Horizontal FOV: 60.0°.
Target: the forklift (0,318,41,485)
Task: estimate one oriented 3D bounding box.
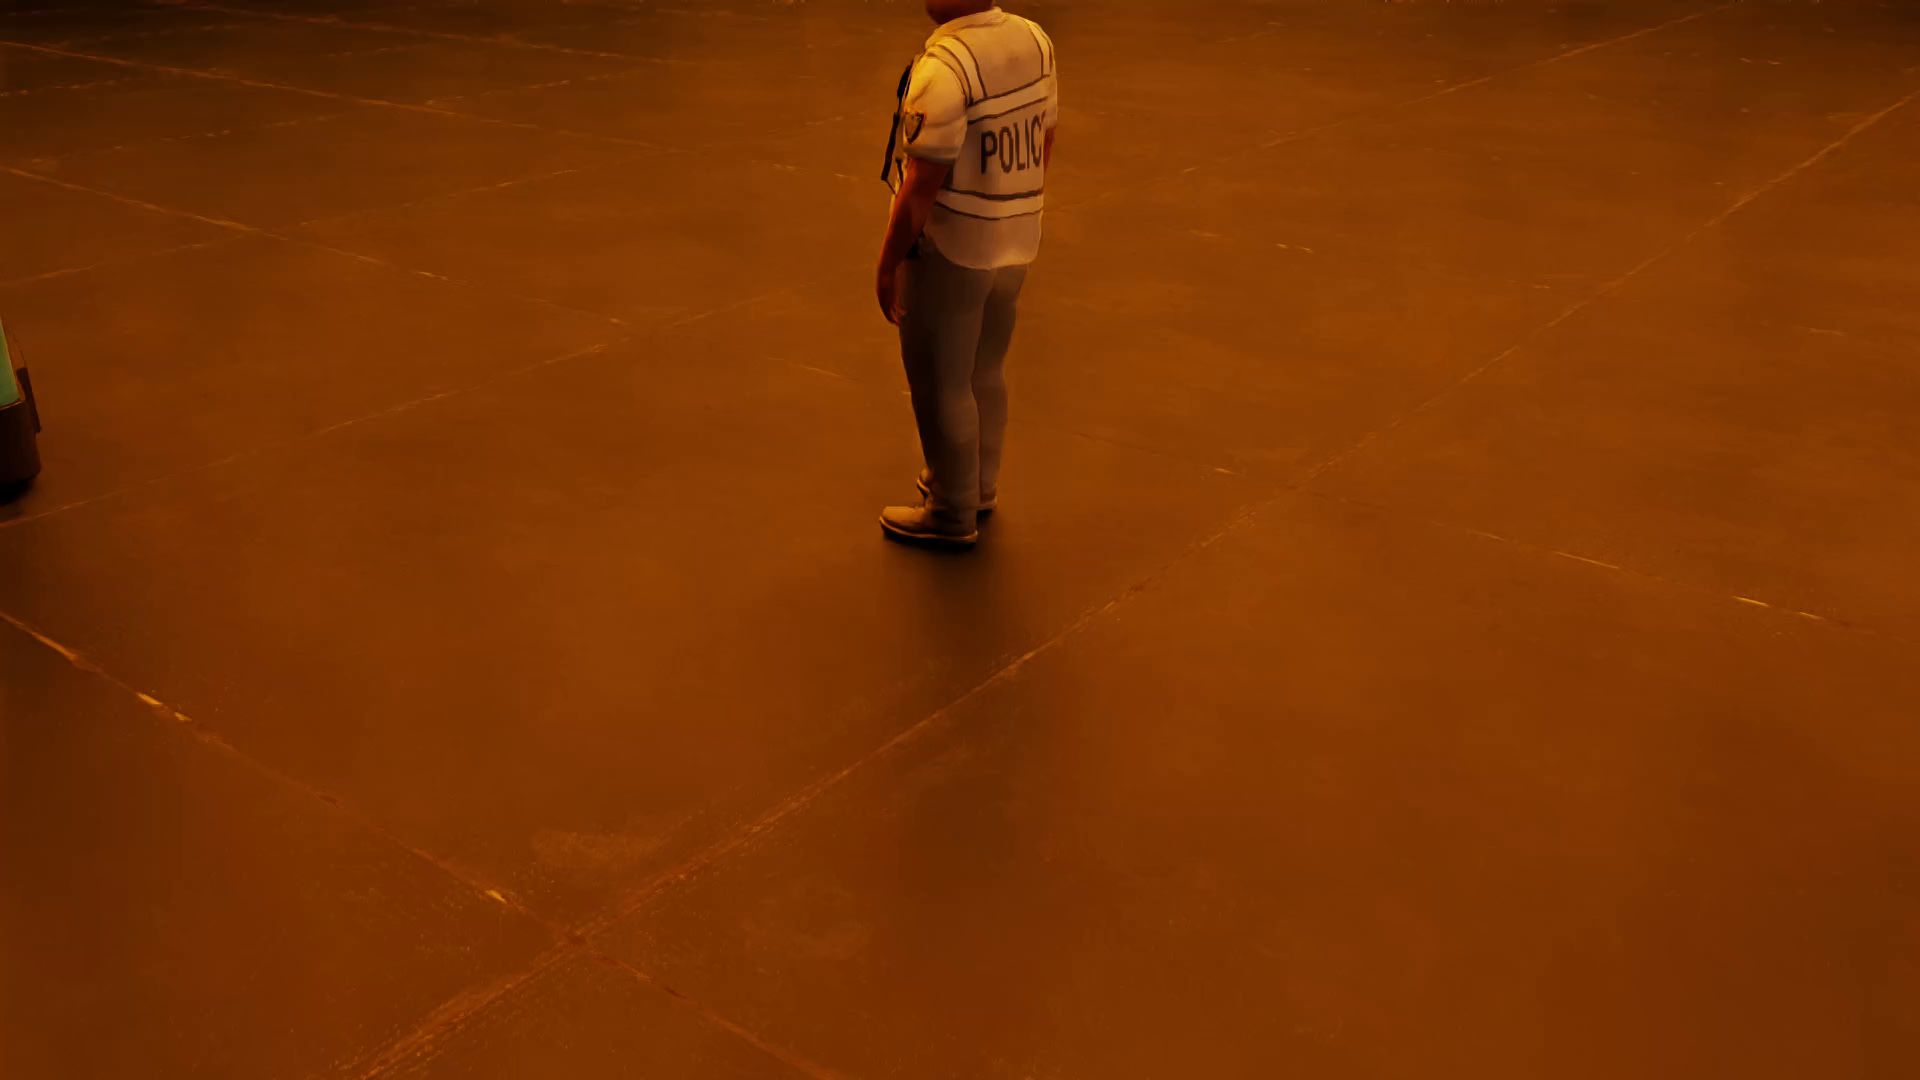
[{"bbox_3d":[-4.173,-1.875,5.653,1.130,2.935,3.031,-14,27,-30],"label":"forklift"}]

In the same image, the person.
[{"bbox_3d":[-0.055,-0.846,4.709,0.574,1.778,0.640,17,29,34],"label":"person"}]
